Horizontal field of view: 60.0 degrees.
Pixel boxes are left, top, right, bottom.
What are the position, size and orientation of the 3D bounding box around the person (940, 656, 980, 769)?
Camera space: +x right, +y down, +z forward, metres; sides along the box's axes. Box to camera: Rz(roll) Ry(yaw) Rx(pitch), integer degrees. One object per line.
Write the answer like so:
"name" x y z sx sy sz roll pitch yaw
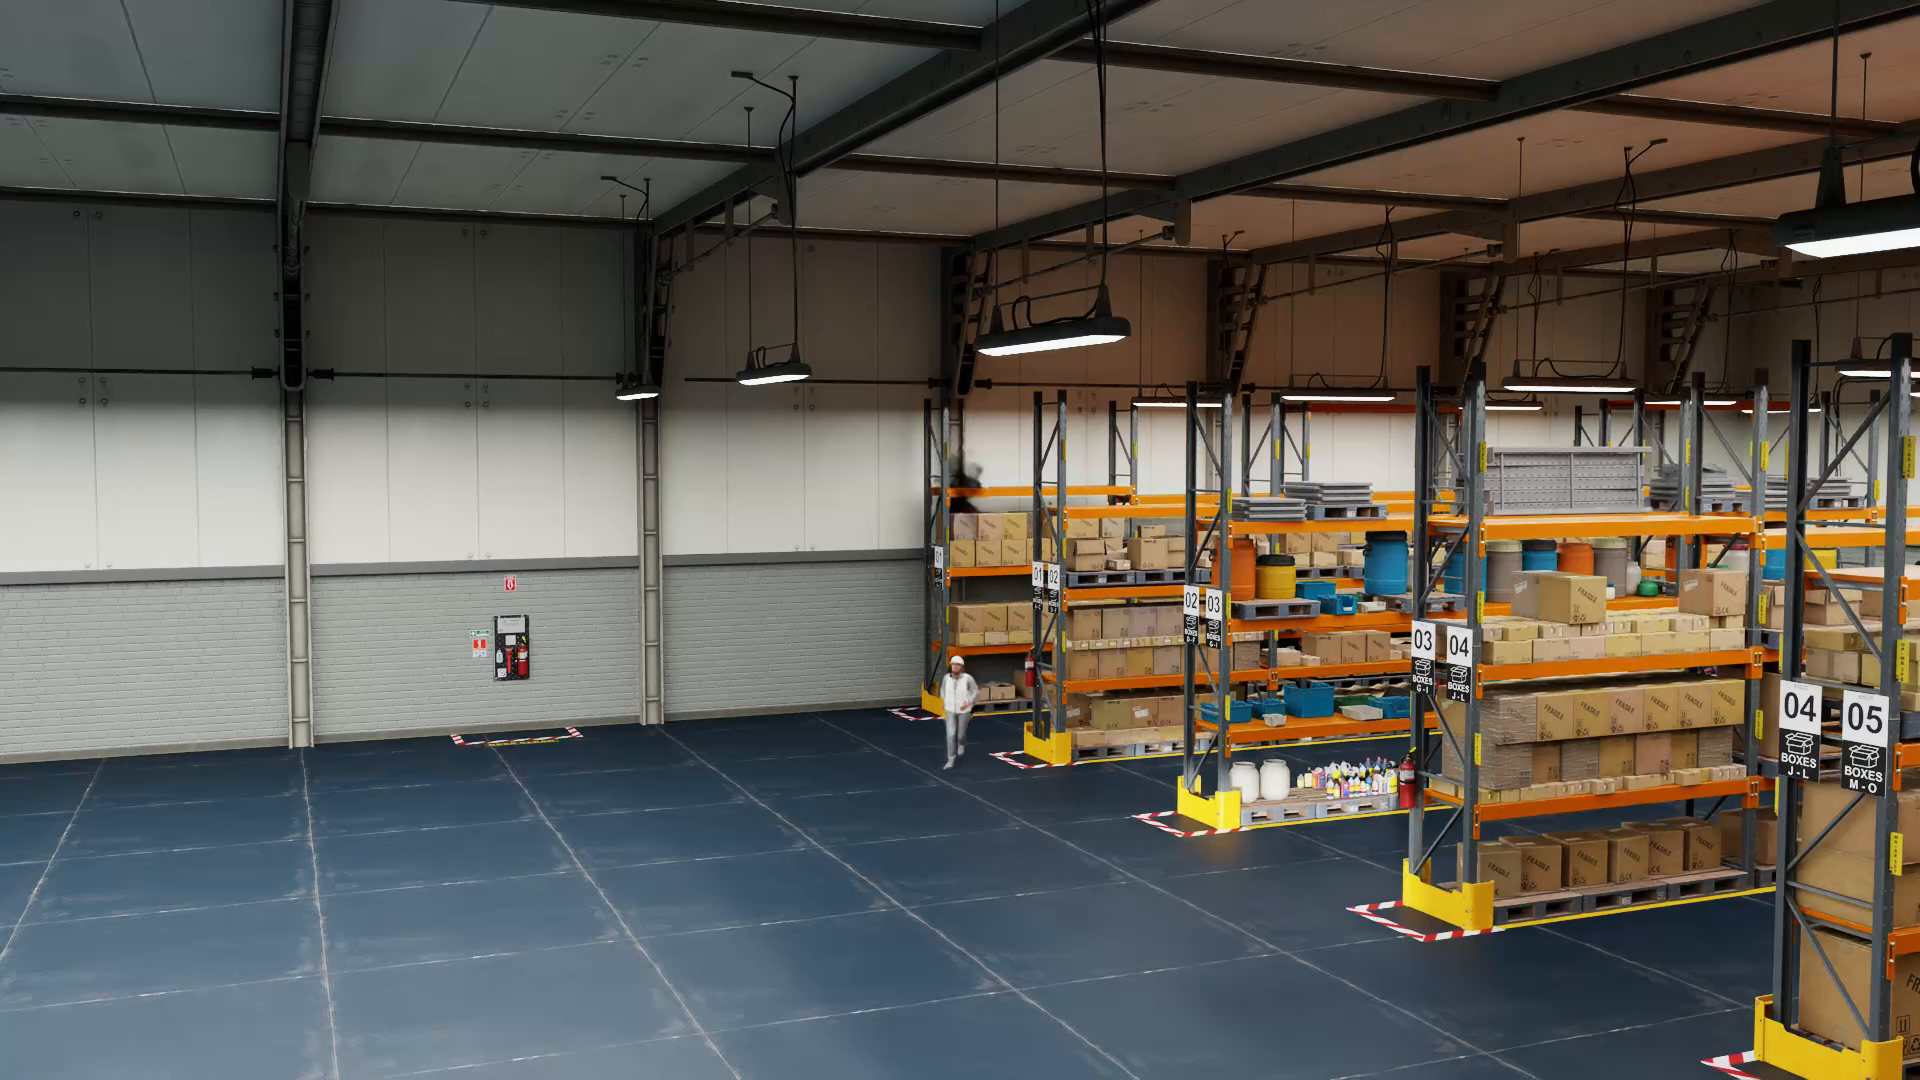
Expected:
"person" 0.004 2.728 26.602 0.669 1.788 0.780 1 3 14
